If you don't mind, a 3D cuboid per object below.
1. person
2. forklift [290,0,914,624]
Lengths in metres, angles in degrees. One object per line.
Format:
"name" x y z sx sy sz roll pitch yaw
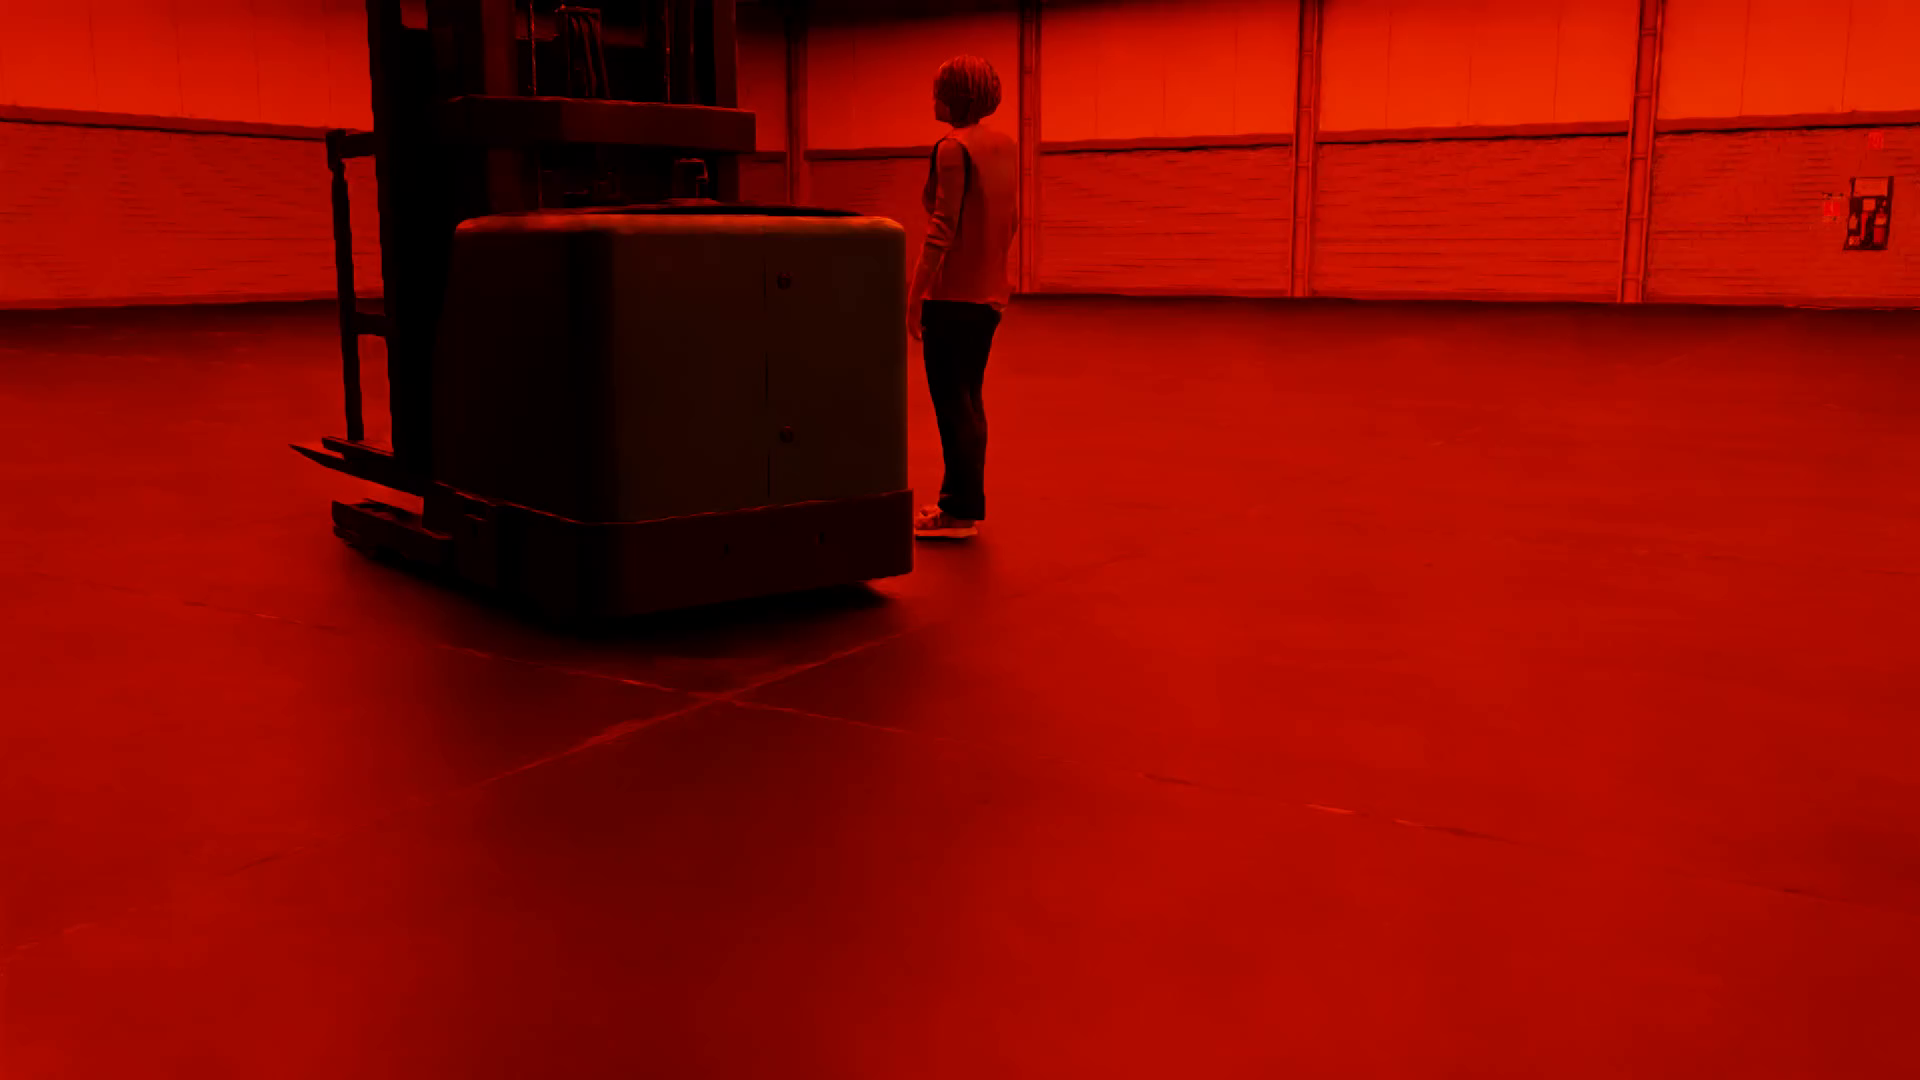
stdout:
"person" -0.056 -0.802 5.617 0.474 1.597 0.520 6 12 31
"forklift" -1.444 -1.434 5.398 1.130 2.935 3.031 -8 13 -38
